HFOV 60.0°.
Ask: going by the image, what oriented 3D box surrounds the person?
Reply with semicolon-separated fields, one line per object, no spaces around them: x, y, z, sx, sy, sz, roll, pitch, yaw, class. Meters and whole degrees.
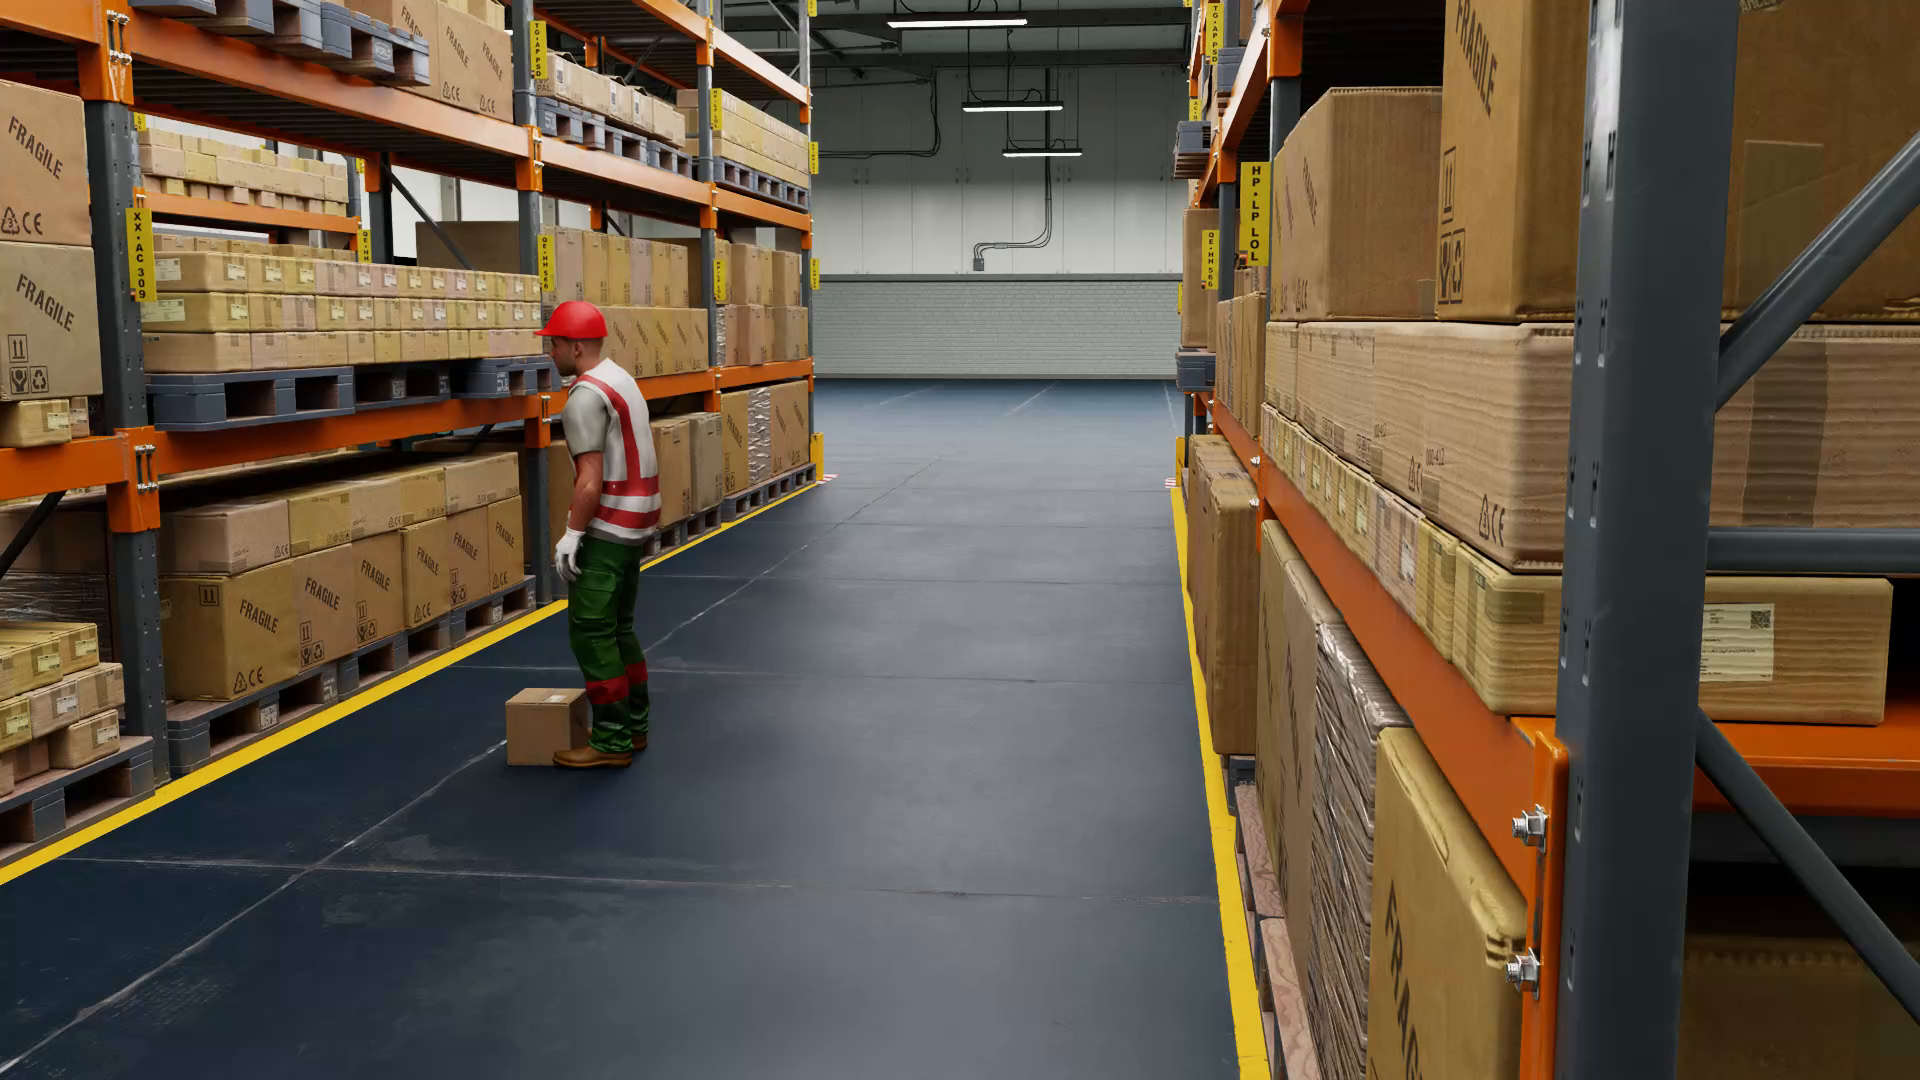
-1.389;-0.024;6.411;0.448;1.780;0.609;1;8;7;person
